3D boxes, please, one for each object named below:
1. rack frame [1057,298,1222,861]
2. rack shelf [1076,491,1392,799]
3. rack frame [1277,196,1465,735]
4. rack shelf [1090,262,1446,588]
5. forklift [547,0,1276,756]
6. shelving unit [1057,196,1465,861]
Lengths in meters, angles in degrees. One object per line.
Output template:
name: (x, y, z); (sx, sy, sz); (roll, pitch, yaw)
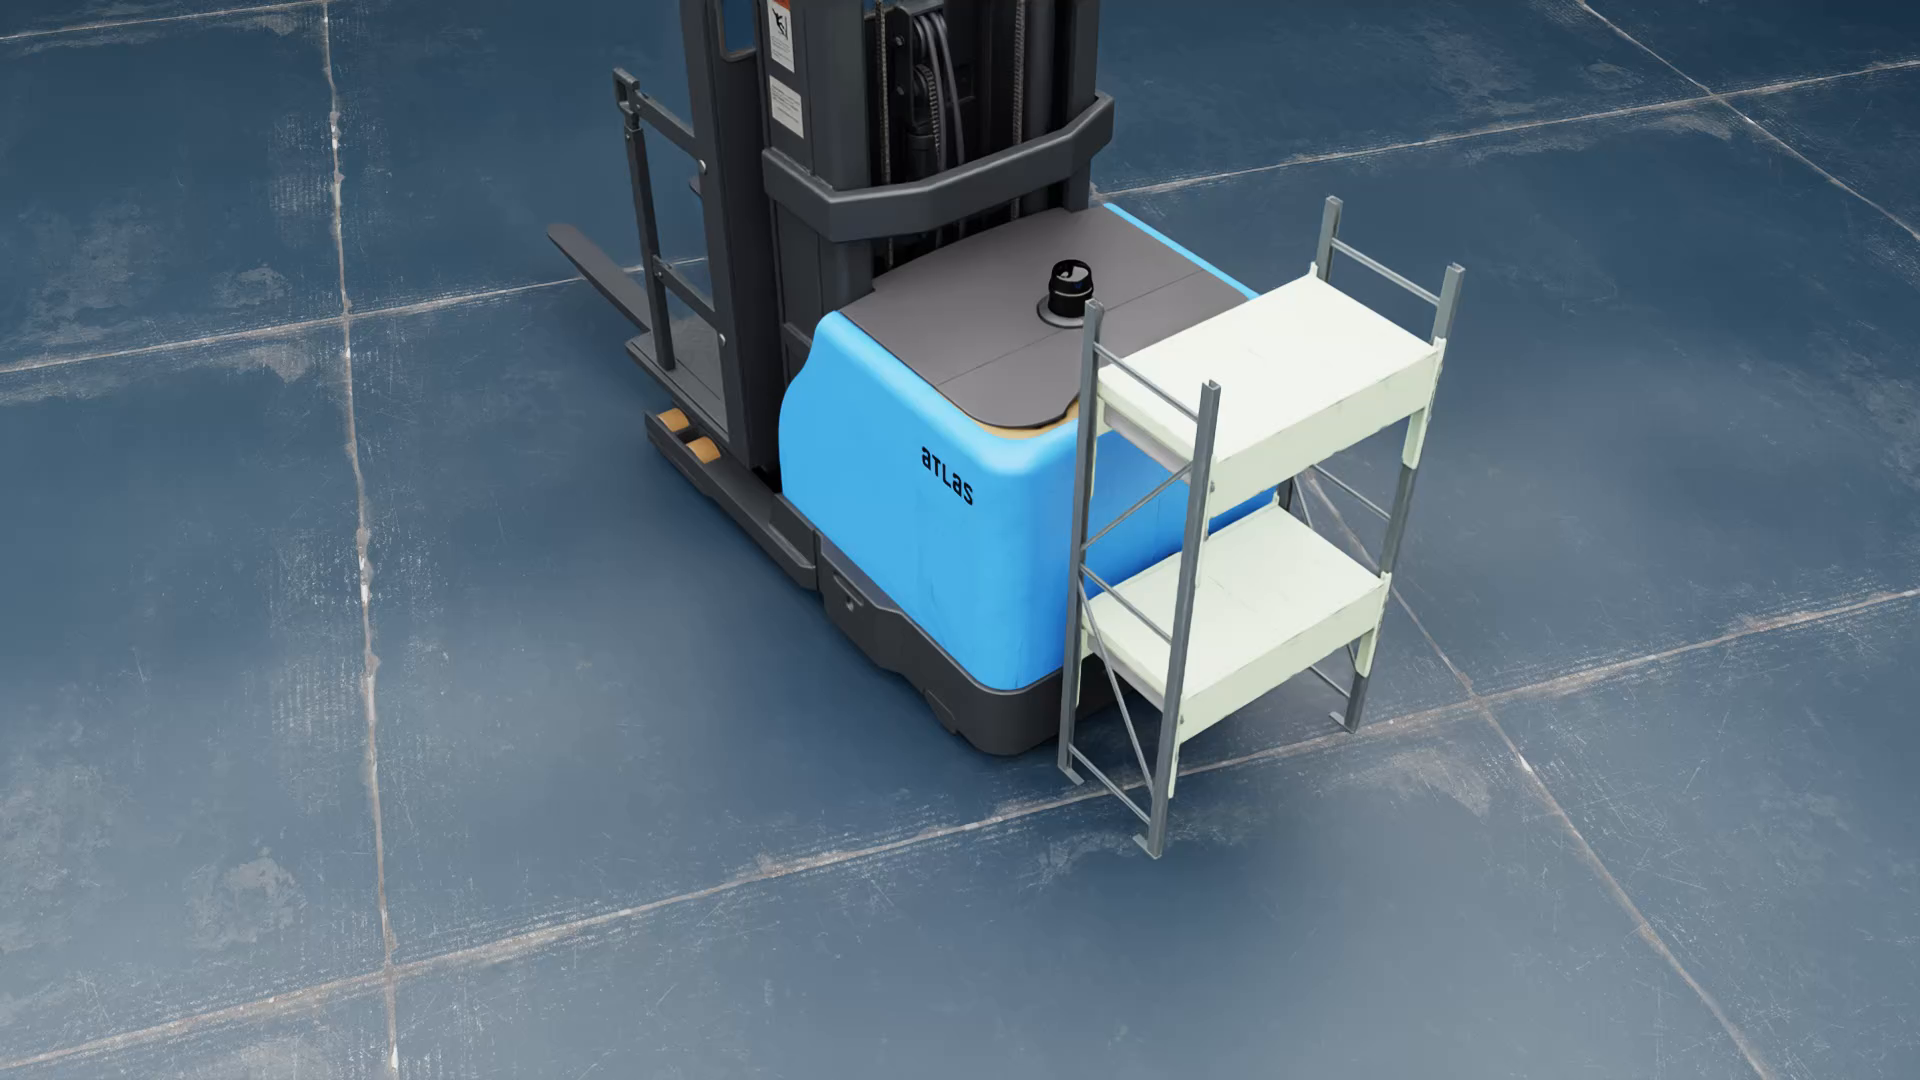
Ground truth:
rack frame: (0.394, 0.156, 3.931); (0.023, 1.500, 0.400); (-26, 48, -27)
rack shelf: (0.688, 0.257, 4.311); (0.720, 0.370, 0.431); (-26, 48, -27)
rack frame: (0.982, -0.132, 4.260); (0.023, 1.500, 0.400); (-26, 48, -27)
rack shelf: (0.688, -0.282, 3.839); (0.720, 0.370, 0.431); (-26, 48, -27)
forklift: (-0.386, -1.445, 4.677); (1.130, 2.935, 3.031); (-26, 47, -27)
shelving unit: (0.688, 0.012, 4.096); (0.755, 1.500, 0.431); (-26, 48, -27)
